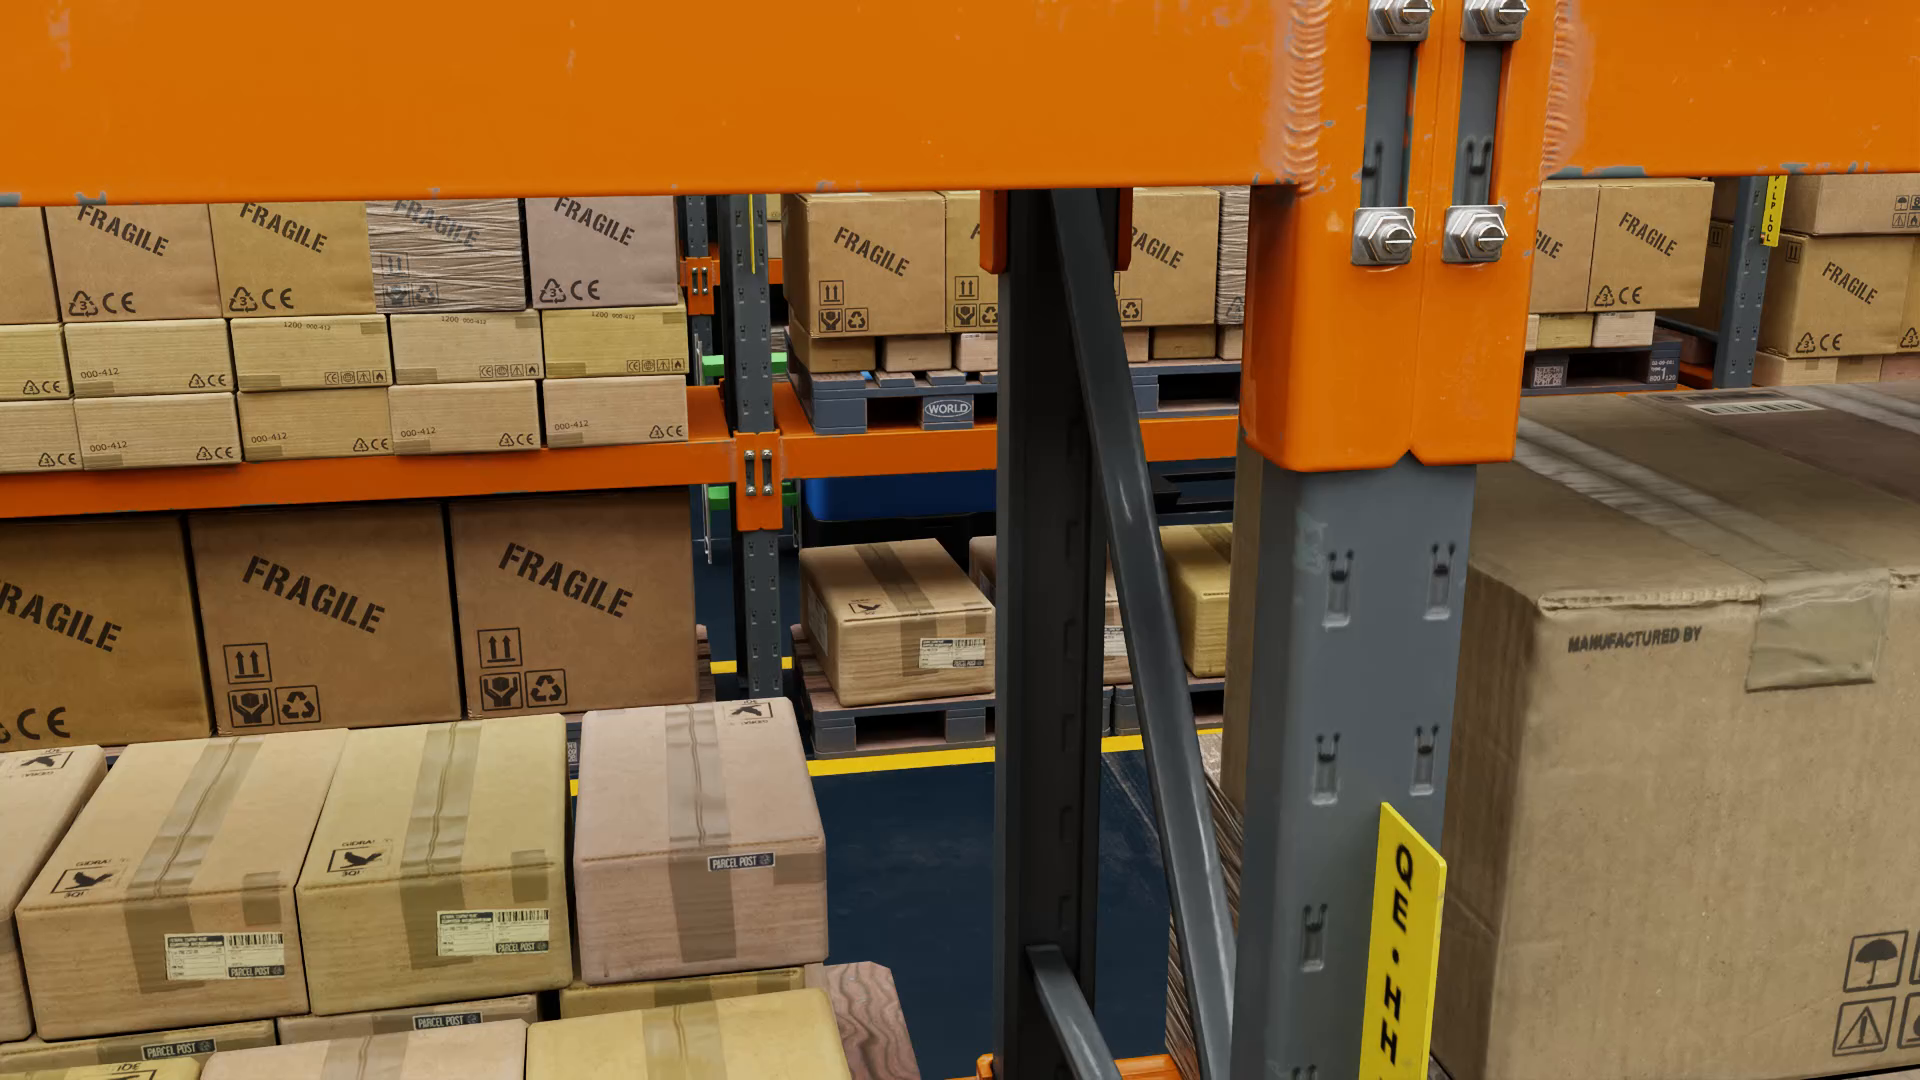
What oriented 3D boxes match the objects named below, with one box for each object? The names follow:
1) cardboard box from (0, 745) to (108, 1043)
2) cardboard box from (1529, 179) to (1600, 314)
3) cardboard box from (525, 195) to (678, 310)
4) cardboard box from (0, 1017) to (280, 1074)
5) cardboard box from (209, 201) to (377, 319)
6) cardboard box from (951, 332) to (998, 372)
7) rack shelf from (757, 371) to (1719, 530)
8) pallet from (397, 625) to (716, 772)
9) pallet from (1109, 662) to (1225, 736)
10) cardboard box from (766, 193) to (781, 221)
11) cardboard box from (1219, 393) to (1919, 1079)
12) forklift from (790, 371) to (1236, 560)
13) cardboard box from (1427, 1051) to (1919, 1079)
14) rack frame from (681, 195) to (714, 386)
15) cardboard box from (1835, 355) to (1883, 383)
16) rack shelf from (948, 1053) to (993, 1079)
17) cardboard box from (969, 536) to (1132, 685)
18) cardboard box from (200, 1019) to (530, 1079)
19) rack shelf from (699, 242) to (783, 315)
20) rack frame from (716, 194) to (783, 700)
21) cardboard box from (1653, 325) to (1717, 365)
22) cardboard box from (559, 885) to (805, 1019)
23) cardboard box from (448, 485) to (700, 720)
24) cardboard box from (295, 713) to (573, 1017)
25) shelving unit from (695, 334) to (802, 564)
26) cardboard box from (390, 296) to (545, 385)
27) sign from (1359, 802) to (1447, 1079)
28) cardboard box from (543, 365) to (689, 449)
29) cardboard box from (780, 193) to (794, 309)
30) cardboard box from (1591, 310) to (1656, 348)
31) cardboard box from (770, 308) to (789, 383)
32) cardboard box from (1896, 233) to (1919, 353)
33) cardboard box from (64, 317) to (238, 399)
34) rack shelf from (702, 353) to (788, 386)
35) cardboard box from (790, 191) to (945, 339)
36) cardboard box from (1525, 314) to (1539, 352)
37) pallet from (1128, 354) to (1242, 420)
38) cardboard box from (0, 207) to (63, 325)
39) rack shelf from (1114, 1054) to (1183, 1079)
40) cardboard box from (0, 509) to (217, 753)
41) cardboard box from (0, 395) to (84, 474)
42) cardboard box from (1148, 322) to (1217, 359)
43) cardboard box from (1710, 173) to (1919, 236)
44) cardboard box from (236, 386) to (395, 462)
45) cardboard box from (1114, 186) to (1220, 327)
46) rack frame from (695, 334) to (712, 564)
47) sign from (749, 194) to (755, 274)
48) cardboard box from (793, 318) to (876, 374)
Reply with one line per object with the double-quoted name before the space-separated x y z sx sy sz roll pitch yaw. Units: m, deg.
"cardboard box" -1.054 0.364 1.717 0.250 0.149 0.380 -4 18 -13
"cardboard box" 2.194 -1.198 6.713 0.500 0.500 0.500 -3 17 -10
"cardboard box" -1.295 -1.126 5.997 0.500 0.500 0.500 -4 17 -12
"cardboard box" -0.839 0.494 1.800 0.250 0.149 0.380 -4 17 -12
"cardboard box" -2.286 -1.070 5.812 0.500 0.500 0.500 -3 17 -10
"cardboard box" 0.079 -0.758 6.383 0.250 0.149 0.380 -4 18 -14
"rack shelf" 1.127 -0.472 6.966 4.000 0.370 1.077 -3 17 -10
"pallet" -1.625 0.650 6.835 1.213 0.211 1.003 -3 17 -10
"pallet" 1.126 0.518 7.265 1.213 0.211 1.003 -3 17 -10
"cardboard box" -1.296 -2.250 10.932 0.500 0.250 0.500 -3 17 -11
"cardboard box" 0.644 0.169 1.781 0.500 0.500 0.700 -3 17 -11
"forklift" 0.608 -1.443 9.019 3.031 2.935 1.130 -4 18 -13
"cardboard box" 0.693 0.722 1.683 0.500 0.500 0.500 -3 17 -10
"rack frame" -1.782 -2.136 11.156 0.127 3.000 1.000 -3 17 -10
"cardboard box" 3.699 -0.762 7.111 0.250 0.149 0.380 -3 17 -9
"rack shelf" -1.762 1.172 1.613 4.000 0.370 1.077 -3 17 -10
"cardboard box" 0.443 0.279 7.056 0.625 0.372 0.950 -4 17 -12
"cardboard box" -0.440 0.524 1.195 0.250 0.149 0.380 -3 17 -11
"rack shelf" 0.181 -1.903 11.624 4.000 0.370 1.077 -3 17 -10
"rack frame" -0.837 -0.705 6.498 0.127 3.000 1.000 -3 17 -10
"cardboard box" 3.348 -0.913 7.604 0.250 0.149 0.380 -3 17 -11
"cardboard box" -0.311 0.463 1.902 0.250 0.149 0.380 -2 17 -8
"cardboard box" -1.531 0.125 6.701 0.875 0.875 0.875 -3 17 -11
"cardboard box" -0.553 0.337 1.805 0.250 0.149 0.380 -4 17 -12
"shelving unit" -1.124 -0.495 8.881 0.503 1.200 0.258 -4 18 -13
"cardboard box" -1.767 -0.742 6.024 0.500 0.250 0.500 -4 17 -12
"sign" 0.313 0.357 1.204 0.005 0.325 0.100 -3 17 -10
"cardboard box" -1.284 -0.530 6.184 0.500 0.250 0.500 -4 17 -12
"cardboard box" -0.443 -1.201 6.721 0.500 0.500 0.500 -4 17 -12
"cardboard box" 2.638 -0.900 6.846 0.250 0.149 0.380 -3 17 -10
"cardboard box" -1.167 -1.232 11.543 0.625 0.625 0.875 -3 17 -9
"cardboard box" 4.064 -1.096 7.096 0.500 0.500 0.500 -3 17 -11
"cardboard box" -2.776 -0.679 5.817 0.500 0.250 0.500 -4 17 -12
"rack shelf" -1.124 -0.893 8.759 0.480 0.148 0.258 -4 18 -13
"cardboard box" -0.351 -1.054 6.242 0.500 0.500 0.500 -4 17 -12
"cardboard box" 2.129 -0.866 6.734 0.250 0.149 0.380 -4 17 -11
"pallet" 1.099 -0.735 6.923 1.213 0.211 1.003 -3 17 -10
"cardboard box" -3.291 -1.013 5.628 0.500 0.500 0.500 -4 17 -12
"rack shelf" 2.165 0.949 2.338 4.000 0.370 1.077 -3 17 -10
"cardboard box" -3.285 0.223 6.381 0.875 0.875 0.875 -3 17 -9
"cardboard box" -3.268 -0.412 5.800 0.500 0.250 0.500 -3 17 -11
"cardboard box" 0.844 -0.830 6.619 0.250 0.149 0.380 -3 17 -8
"cardboard box" 3.563 -1.558 6.894 0.500 0.500 0.700 -3 17 -11
"cardboard box" -2.280 -0.474 6.001 0.500 0.250 0.500 -3 17 -11
"cardboard box" 0.679 -1.116 6.446 0.500 0.500 0.500 -3 17 -10
"rack frame" -1.362 -0.479 8.827 0.015 1.200 0.240 -4 18 -13
"sign" -0.728 -1.098 5.807 0.005 0.325 0.100 -3 17 -10
"cardboard box" -0.483 -0.750 6.357 0.250 0.149 0.380 -4 18 -14
